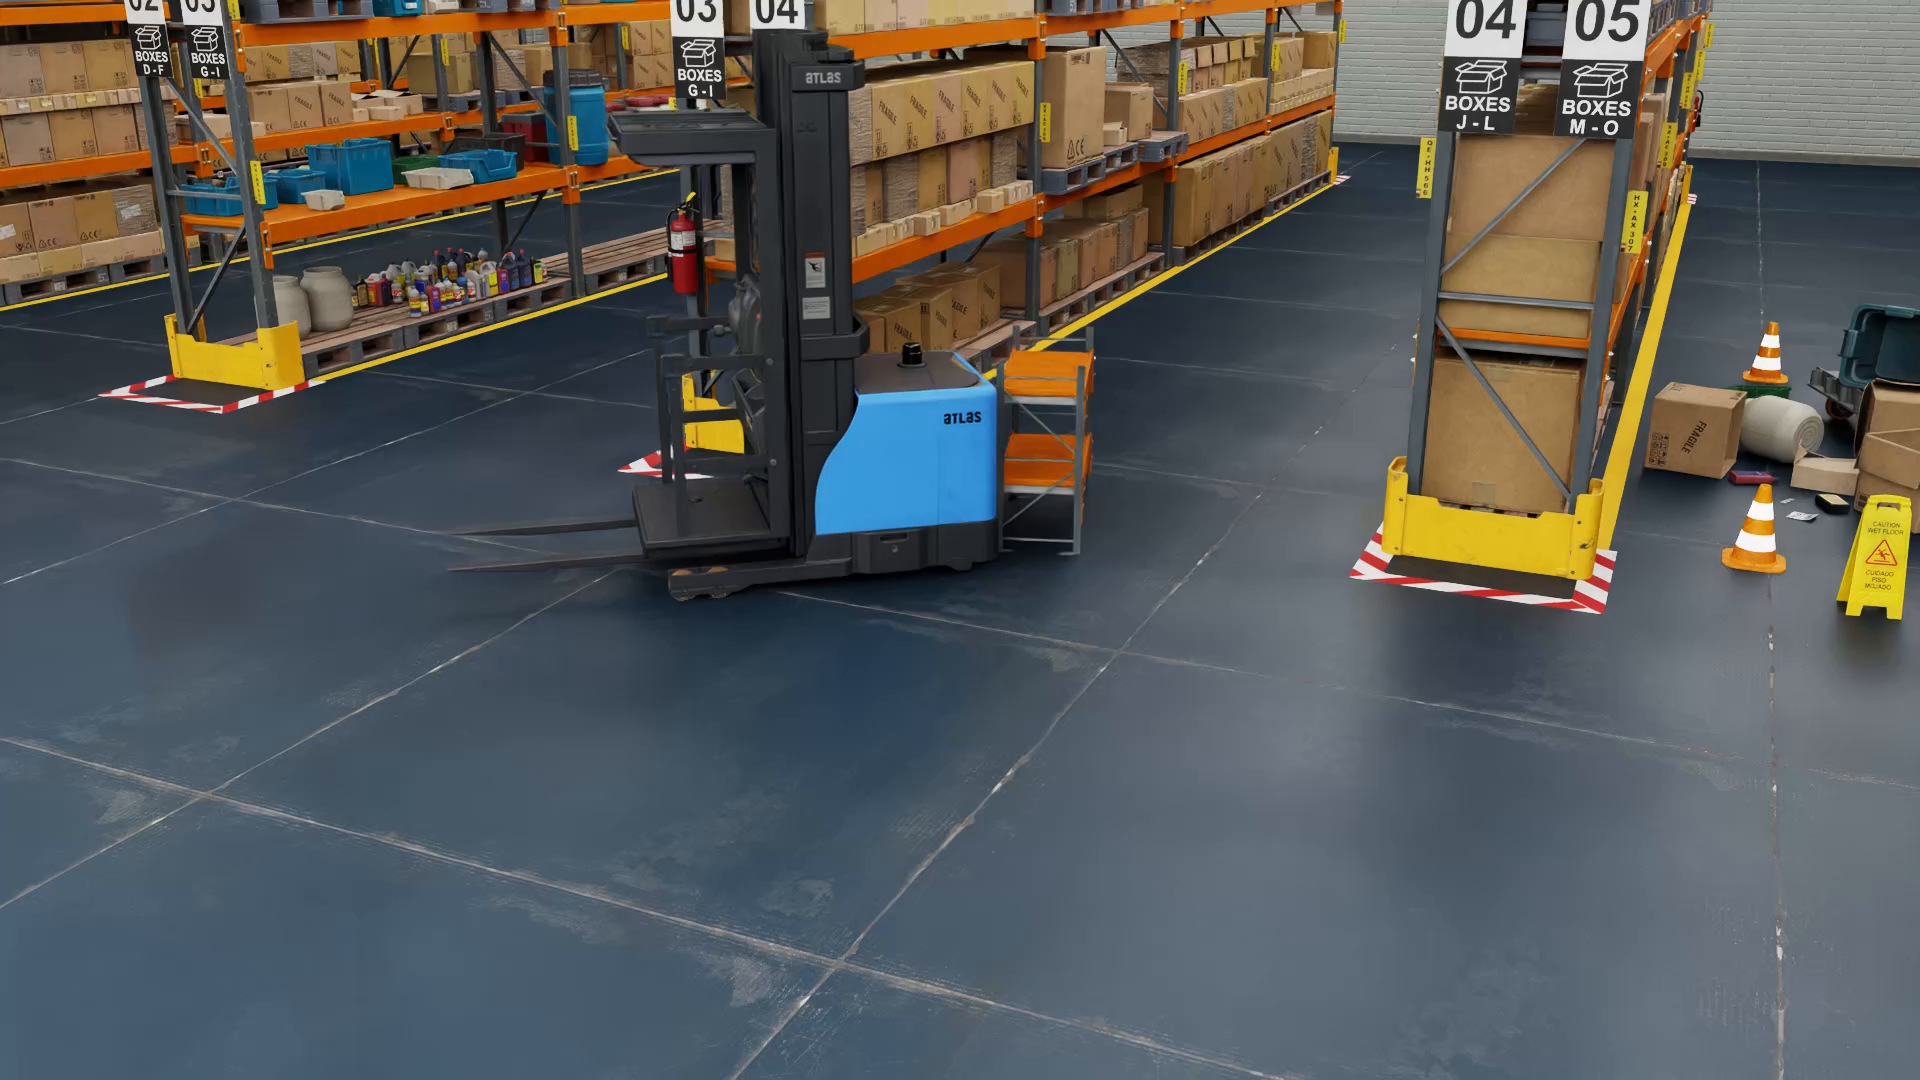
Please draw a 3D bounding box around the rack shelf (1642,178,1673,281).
[{"bbox_3d":[5.532,-2.815,14.482,1.077,0.370,4.000,9,21,23],"label":"rack shelf"}]

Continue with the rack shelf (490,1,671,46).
[{"bbox_3d":[-3.471,-5.620,17.891,1.077,0.370,4.000,9,21,23],"label":"rack shelf"}]

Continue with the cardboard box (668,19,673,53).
[{"bbox_3d":[-4.660,-7.999,26.342,0.500,0.500,0.500,8,21,21],"label":"cardboard box"}]

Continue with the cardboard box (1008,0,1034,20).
[{"bbox_3d":[0.281,-4.422,13.673,0.500,0.250,0.500,9,22,25],"label":"cardboard box"}]

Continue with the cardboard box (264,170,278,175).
[{"bbox_3d":[-8.280,-4.410,20.531,0.500,0.311,0.500,8,21,22],"label":"cardboard box"}]

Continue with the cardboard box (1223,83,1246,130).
[{"bbox_3d":[3.146,-5.255,20.121,0.500,0.500,0.500,8,21,22],"label":"cardboard box"}]

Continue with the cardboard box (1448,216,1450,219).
[{"bbox_3d":[3.391,-1.681,9.996,0.875,0.550,0.550,9,21,23],"label":"cardboard box"}]

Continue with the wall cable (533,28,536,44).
[{"bbox_3d":[-8.753,-9.961,31.986,0.084,1.984,1.851,9,21,23],"label":"wall cable"}]

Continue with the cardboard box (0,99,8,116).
[{"bbox_3d":[-9.562,-4.229,16.266,0.380,0.149,0.250,8,21,22],"label":"cardboard box"}]

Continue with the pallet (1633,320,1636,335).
[{"bbox_3d":[5.458,-1.849,14.854,1.003,0.211,1.213,9,21,23],"label":"pallet"}]

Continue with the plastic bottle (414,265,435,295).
[{"bbox_3d":[-5.105,-2.468,15.839,0.152,0.276,0.135,9,21,23],"label":"plastic bottle"}]

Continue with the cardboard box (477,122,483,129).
[{"bbox_3d":[-8.814,-7.601,29.969,0.700,0.500,0.500,8,21,23],"label":"cardboard box"}]

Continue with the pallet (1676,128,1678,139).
[{"bbox_3d":[7.124,-4.286,17.830,1.003,0.211,1.213,9,21,23],"label":"pallet"}]

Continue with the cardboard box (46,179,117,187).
[{"bbox_3d":[-9.480,-3.618,18.022,0.500,0.500,0.500,9,21,23],"label":"cardboard box"}]

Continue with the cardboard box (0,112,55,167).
[{"bbox_3d":[-9.611,-4.054,16.741,0.700,0.500,0.500,9,22,24],"label":"cardboard box"}]

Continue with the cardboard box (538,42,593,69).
[{"bbox_3d":[-5.929,-7.191,24.937,0.700,0.500,0.500,2,20,4],"label":"cardboard box"}]

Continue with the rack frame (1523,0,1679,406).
[{"bbox_3d":[4.713,-2.543,12.642,1.000,3.000,0.127,9,21,23],"label":"rack frame"}]

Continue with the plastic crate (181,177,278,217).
[{"bbox_3d":[-5.996,-2.835,13.686,0.499,0.251,0.616,9,21,23],"label":"plastic crate"}]

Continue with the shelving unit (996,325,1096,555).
[{"bbox_3d":[0.518,-0.628,10.056,0.538,1.125,1.048,2,20,7],"label":"shelving unit"}]

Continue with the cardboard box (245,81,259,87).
[{"bbox_3d":[-10.842,-6.873,25.163,0.380,0.149,0.250,9,21,24],"label":"cardboard box"}]

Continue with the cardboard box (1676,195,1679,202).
[{"bbox_3d":[9.265,-4.551,21.917,0.380,0.149,0.250,8,21,20],"label":"cardboard box"}]

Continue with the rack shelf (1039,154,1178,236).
[{"bbox_3d":[1.048,-3.527,16.482,1.077,0.370,4.000,9,21,23],"label":"rack shelf"}]

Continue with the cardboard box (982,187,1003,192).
[{"bbox_3d":[0.141,-2.887,13.984,0.380,0.149,0.250,9,21,23],"label":"cardboard box"}]

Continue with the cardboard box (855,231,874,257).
[{"bbox_3d":[-0.839,-2.116,11.816,0.380,0.149,0.250,9,21,23],"label":"cardboard box"}]

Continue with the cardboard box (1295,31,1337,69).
[{"bbox_3d":[5.183,-7.160,24.287,0.500,0.500,0.500,9,21,23],"label":"cardboard box"}]

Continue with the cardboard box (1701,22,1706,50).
[{"bbox_3d":[9.254,-6.380,21.348,0.500,0.500,0.500,10,22,25],"label":"cardboard box"}]

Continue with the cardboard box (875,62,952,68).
[{"bbox_3d":[-0.390,-3.657,13.690,0.500,0.500,0.500,9,21,23],"label":"cardboard box"}]

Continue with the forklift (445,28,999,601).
[{"bbox_3d":[-1.355,-1.245,9.094,3.031,2.935,1.130,-5,20,-13],"label":"forklift"}]

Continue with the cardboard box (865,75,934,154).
[{"bbox_3d":[-0.520,-3.125,12.195,0.500,0.500,0.500,9,21,23],"label":"cardboard box"}]

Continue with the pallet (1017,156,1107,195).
[{"bbox_3d":[0.675,-3.378,15.276,1.003,0.211,1.213,9,21,23],"label":"pallet"}]

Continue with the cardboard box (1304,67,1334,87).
[{"bbox_3d":[5.187,-6.808,24.414,0.500,0.250,0.500,8,21,22],"label":"cardboard box"}]

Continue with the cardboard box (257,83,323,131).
[{"bbox_3d":[-8.057,-5.208,19.988,0.500,0.500,0.500,9,21,23],"label":"cardboard box"}]

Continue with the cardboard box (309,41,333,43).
[{"bbox_3d":[-10.228,-7.956,26.121,0.500,0.250,0.500,9,21,24],"label":"cardboard box"}]

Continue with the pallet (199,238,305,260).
[{"bbox_3d":[-8.541,-3.531,19.584,1.003,0.211,1.213,9,21,23],"label":"pallet"}]

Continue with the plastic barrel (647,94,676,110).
[{"bbox_3d":[-3.220,-4.617,18.271,0.433,0.535,0.433,0,20,0],"label":"plastic barrel"}]

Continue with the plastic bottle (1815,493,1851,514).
[{"bbox_3d":[5.524,-0.241,10.555,0.133,0.061,0.283,1,20,4],"label":"plastic bottle"}]

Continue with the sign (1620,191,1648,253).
[{"bbox_3d":[3.579,-1.687,8.826,0.100,0.325,0.005,9,21,23],"label":"sign"}]

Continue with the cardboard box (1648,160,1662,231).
[{"bbox_3d":[5.174,-2.714,12.974,0.500,0.500,0.500,9,21,23],"label":"cardboard box"}]

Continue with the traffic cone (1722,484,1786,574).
[{"bbox_3d":[4.588,-0.092,9.538,0.336,0.463,0.334,9,21,23],"label":"traffic cone"}]

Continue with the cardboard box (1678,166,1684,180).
[{"bbox_3d":[9.273,-4.824,21.796,0.380,0.149,0.250,9,22,25],"label":"cardboard box"}]

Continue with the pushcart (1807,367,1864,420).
[{"bbox_3d":[7.170,-0.957,12.095,1.648,0.377,0.936,1,20,4],"label":"pushcart"}]

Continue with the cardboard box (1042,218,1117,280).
[{"bbox_3d":[1.170,-2.953,16.871,0.700,0.500,0.500,11,22,27],"label":"cardboard box"}]

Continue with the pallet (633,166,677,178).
[{"bbox_3d":[-5.249,-5.956,26.402,1.003,0.211,1.213,9,21,23],"label":"pallet"}]

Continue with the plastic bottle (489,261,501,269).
[{"bbox_3d":[-4.514,-2.575,16.142,0.152,0.276,0.135,9,21,23],"label":"plastic bottle"}]

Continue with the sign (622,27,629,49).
[{"bbox_3d":[-5.023,-7.531,24.940,0.100,0.325,0.005,9,21,23],"label":"sign"}]

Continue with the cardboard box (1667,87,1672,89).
[{"bbox_3d":[7.359,-4.718,17.618,0.380,0.149,0.250,8,21,22],"label":"cardboard box"}]

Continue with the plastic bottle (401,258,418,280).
[{"bbox_3d":[-5.250,-2.516,15.862,0.144,0.351,0.185,8,21,22],"label":"plastic bottle"}]

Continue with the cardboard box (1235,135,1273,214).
[{"bbox_3d":[3.261,-4.698,21.247,1.225,0.875,0.875,9,21,23],"label":"cardboard box"}]

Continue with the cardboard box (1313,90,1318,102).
[{"bbox_3d":[4.881,-6.338,23.688,0.380,0.149,0.250,8,21,21],"label":"cardboard box"}]

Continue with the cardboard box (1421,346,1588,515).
[{"bbox_3d":[3.292,-0.733,10.098,0.875,0.875,0.875,9,21,23],"label":"cardboard box"}]

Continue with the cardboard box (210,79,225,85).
[{"bbox_3d":[-11.034,-6.985,24.510,0.500,0.500,0.500,9,22,24],"label":"cardboard box"}]

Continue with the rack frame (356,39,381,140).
[{"bbox_3d":[-10.052,-7.739,27.253,1.000,3.000,0.127,9,21,23],"label":"rack frame"}]

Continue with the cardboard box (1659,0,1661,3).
[{"bbox_3d":[3.611,-2.999,9.047,0.380,0.149,0.250,9,21,23],"label":"cardboard box"}]

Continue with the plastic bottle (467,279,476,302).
[{"bbox_3d":[-4.595,-2.340,15.591,0.097,0.201,0.097,0,20,0],"label":"plastic bottle"}]

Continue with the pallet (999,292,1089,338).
[{"bbox_3d":[0.547,-2.179,15.780,1.003,0.211,1.213,9,21,23],"label":"pallet"}]

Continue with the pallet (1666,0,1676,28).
[{"bbox_3d":[4.368,-3.666,11.455,1.003,0.211,1.213,9,21,23],"label":"pallet"}]
